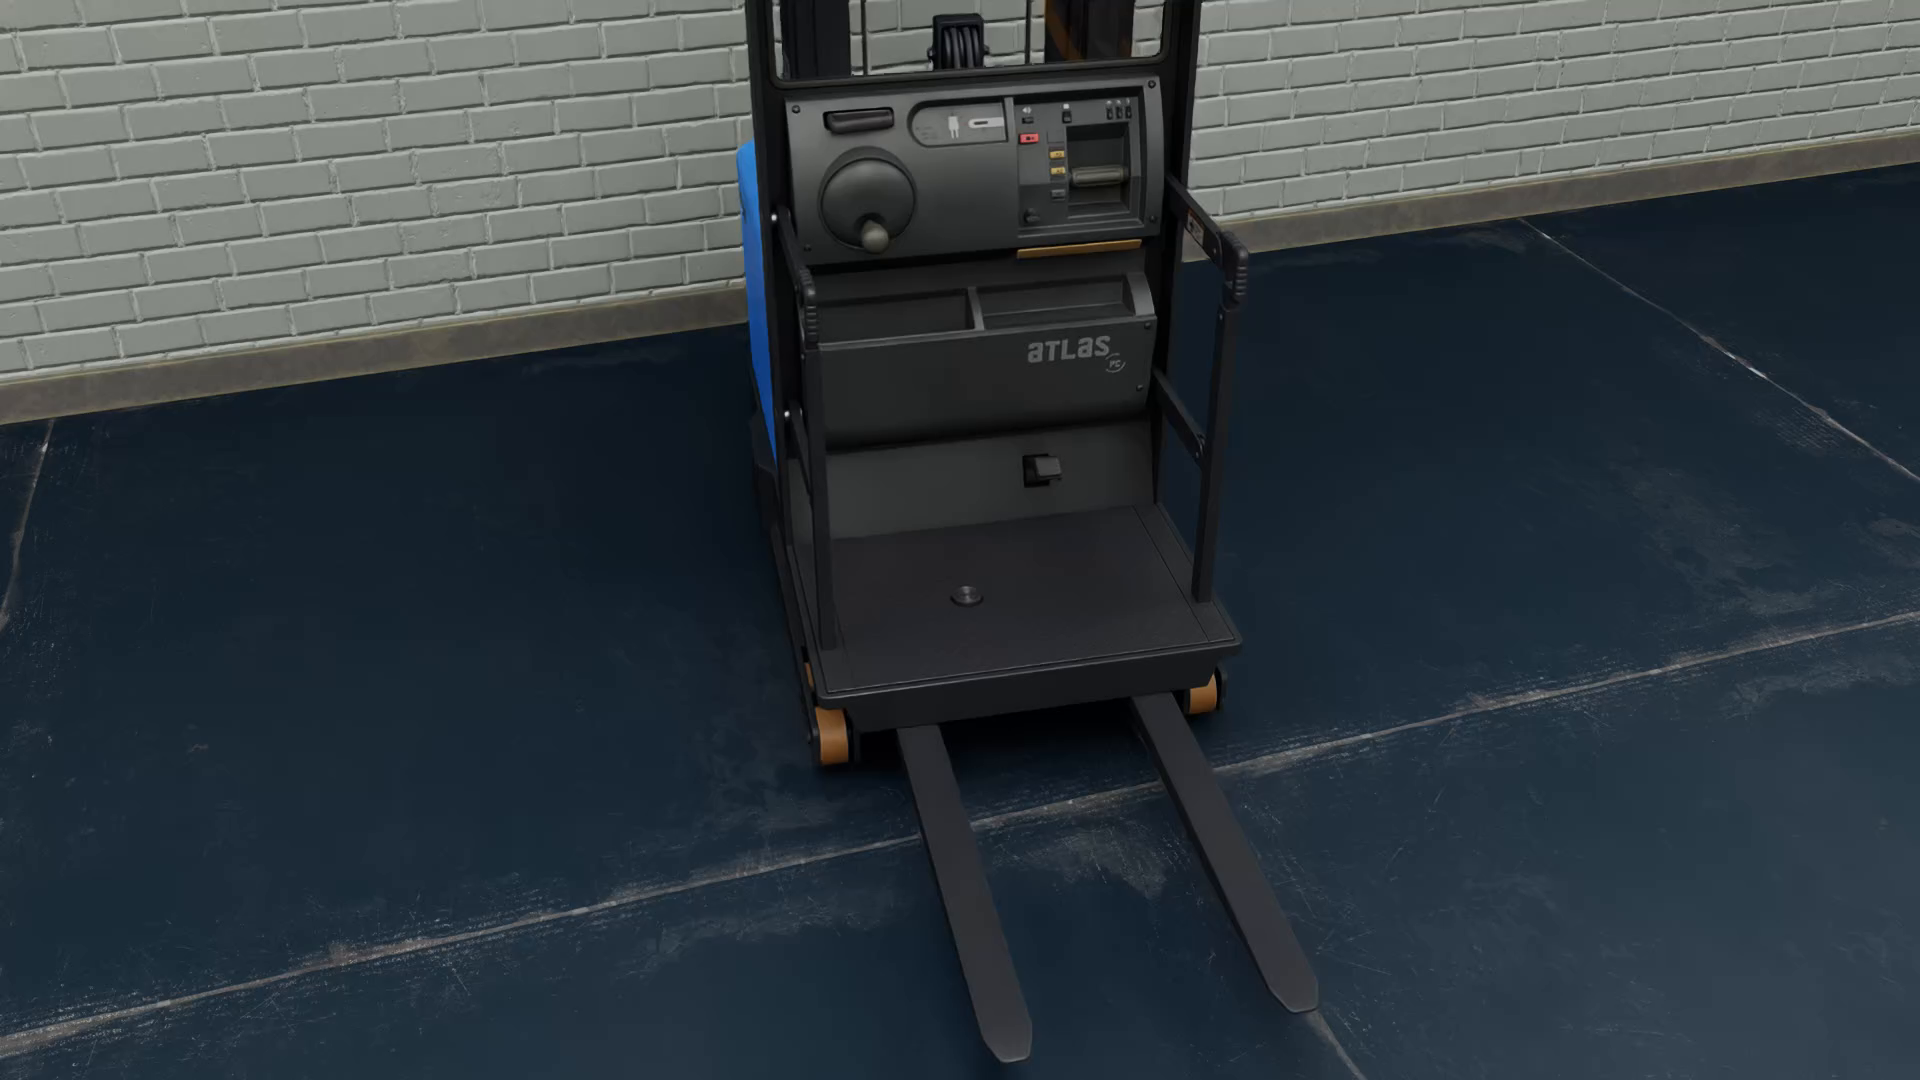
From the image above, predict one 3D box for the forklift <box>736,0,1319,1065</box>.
[{"bbox_3d":[0.093,-0.858,3.890,1.130,2.935,3.031,-7,34,-10],"label":"forklift"}]
